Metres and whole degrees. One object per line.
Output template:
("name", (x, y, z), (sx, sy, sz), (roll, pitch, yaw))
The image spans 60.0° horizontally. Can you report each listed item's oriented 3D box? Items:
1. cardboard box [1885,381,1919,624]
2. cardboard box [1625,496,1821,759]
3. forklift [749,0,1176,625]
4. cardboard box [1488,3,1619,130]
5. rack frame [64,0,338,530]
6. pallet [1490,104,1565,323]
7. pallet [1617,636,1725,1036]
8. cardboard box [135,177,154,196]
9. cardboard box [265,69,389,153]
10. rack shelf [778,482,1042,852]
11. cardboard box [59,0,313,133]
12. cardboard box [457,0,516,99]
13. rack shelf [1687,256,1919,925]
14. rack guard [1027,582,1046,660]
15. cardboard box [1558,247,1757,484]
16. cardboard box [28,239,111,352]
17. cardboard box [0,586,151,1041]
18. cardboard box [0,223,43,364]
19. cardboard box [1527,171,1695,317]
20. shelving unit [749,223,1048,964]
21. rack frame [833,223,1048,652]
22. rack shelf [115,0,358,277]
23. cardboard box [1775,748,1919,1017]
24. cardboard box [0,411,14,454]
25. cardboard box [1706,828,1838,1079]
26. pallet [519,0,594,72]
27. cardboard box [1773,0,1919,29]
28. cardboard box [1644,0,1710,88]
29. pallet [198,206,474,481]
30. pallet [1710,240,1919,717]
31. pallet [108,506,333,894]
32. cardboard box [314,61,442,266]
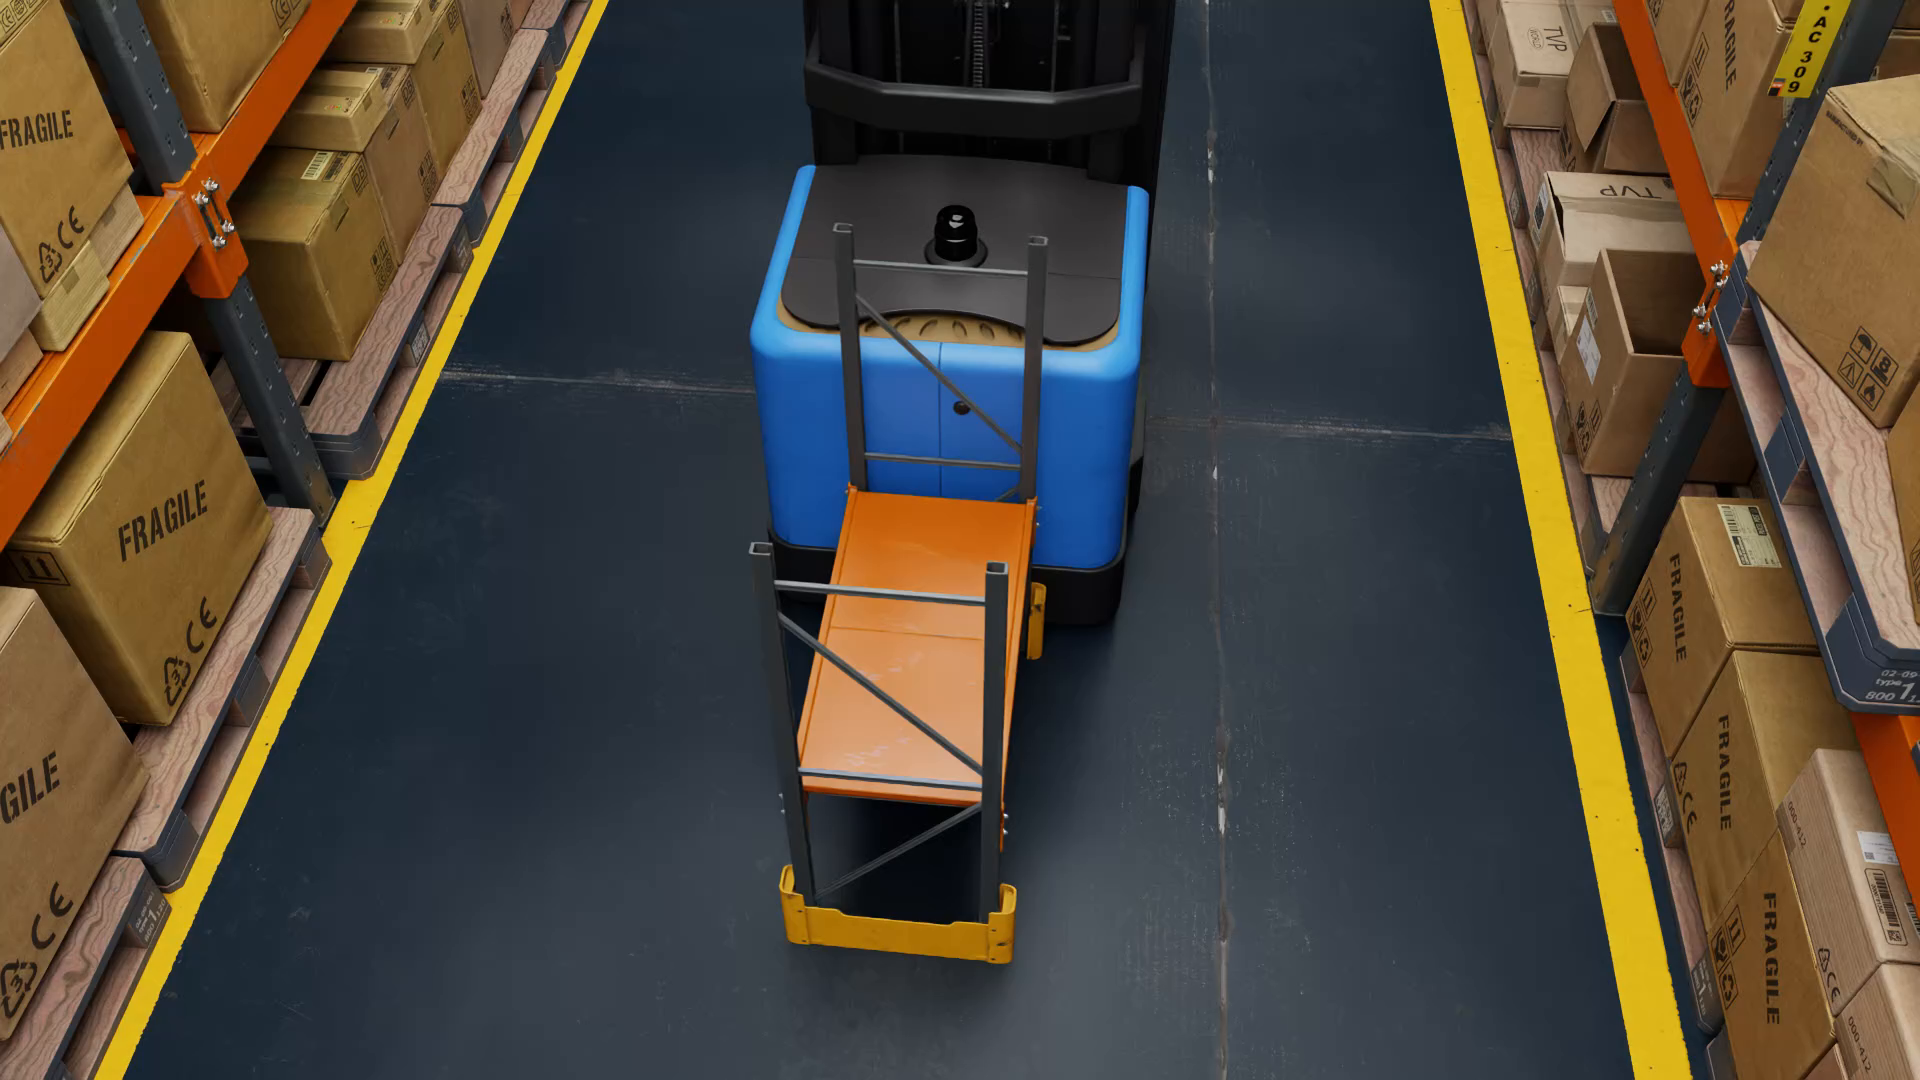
("cardboard box", (2.157, -0.126, 2.980), (0.700, 0.500, 0.500), (11, 48, 10))
("cardboard box", (2.136, 0.241, 4.392), (0.500, 0.500, 0.500), (2, 48, 2))
("forklift", (0.110, -1.832, 4.939), (1.130, 2.935, 3.031), (5, 48, 4))
("cardboard box", (2.364, -1.838, 6.463), (0.500, 0.250, 0.500), (4, 48, 4))
("rack frame", (-2.511, -1.123, 4.245), (1.000, 3.000, 0.127), (4, 48, 4))
("pallet", (2.595, -1.255, 6.255), (1.003, 0.211, 1.213), (4, 48, 4))
("pallet", (2.386, 0.748, 4.423), (1.003, 0.211, 1.213), (4, 48, 4))
("cardboard box", (-2.552, -1.090, 5.184), (0.380, 0.149, 0.250), (4, 48, 3))
("cardboard box", (-2.128, -1.422, 5.488), (0.380, 0.149, 0.250), (5, 48, 5))
("rack shelf", (-0.101, 0.289, 4.213), (0.538, 0.185, 1.000), (5, 48, 4))
("cardboard box", (-2.445, -1.622, 4.498), (0.980, 0.700, 0.700), (5, 48, 4))
("cardboard box", (-2.201, -2.102, 6.550), (0.700, 0.500, 0.500), (2, 48, 2))
("rack shelf", (2.240, 0.919, 2.864), (1.077, 0.370, 4.000), (4, 48, 4))
("rack guard", (-0.046, 0.218, 4.881), (0.587, 0.250, 0.087), (5, 48, 4))
("cardboard box", (2.192, -0.536, 5.103), (0.500, 0.500, 0.500), (4, 48, 4))
("cardboard box", (-2.259, -0.591, 3.914), (0.380, 0.149, 0.250), (5, 48, 4))
("cardboard box", (-2.519, 0.600, 3.841), (0.750, 0.750, 0.750), (5, 48, 5))
("cardboard box", (-2.339, -0.533, 3.421), (0.500, 0.500, 0.500), (4, 48, 4))
("cardboard box", (2.260, -1.023, 5.677), (0.500, 0.311, 0.500), (4, 48, 4))
("shelving unit", (-0.100, 0.161, 4.086), (0.587, 1.500, 1.083), (5, 48, 4))
("rack frame", (-0.046, -0.205, 4.421), (0.500, 1.500, 0.032), (5, 48, 4))
("rack shelf", (-2.329, -2.350, 5.854), (1.077, 0.370, 4.000), (4, 48, 4))
("cardboard box", (2.045, 0.723, 3.444), (0.500, 0.250, 0.500), (4, 48, 4))
("cardboard box", (-2.293, -0.205, 3.562), (0.380, 0.149, 0.250), (4, 48, 4))
("cardboard box", (2.045, 1.001, 3.698), (0.500, 0.500, 0.500), (4, 48, 4))
("pallet", (-2.141, -2.529, 7.420), (1.003, 0.211, 1.213), (4, 48, 4))
("cardboard box", (2.211, -1.553, 3.892), (0.500, 0.500, 0.500), (4, 48, 4))
("cardboard box", (2.258, -1.590, 4.604), (0.500, 0.500, 0.500), (5, 48, 5))
("pallet", (-2.364, -0.736, 5.780), (1.003, 0.211, 1.213), (4, 48, 4))
("pallet", (2.241, -0.148, 3.483), (1.003, 0.211, 1.213), (4, 48, 4))
("pallet", (-2.506, 0.390, 4.750), (1.003, 0.211, 1.213), (4, 48, 4))
("cardboard box", (-2.292, -1.333, 5.846), (0.700, 0.500, 0.500), (3, 48, 3))
